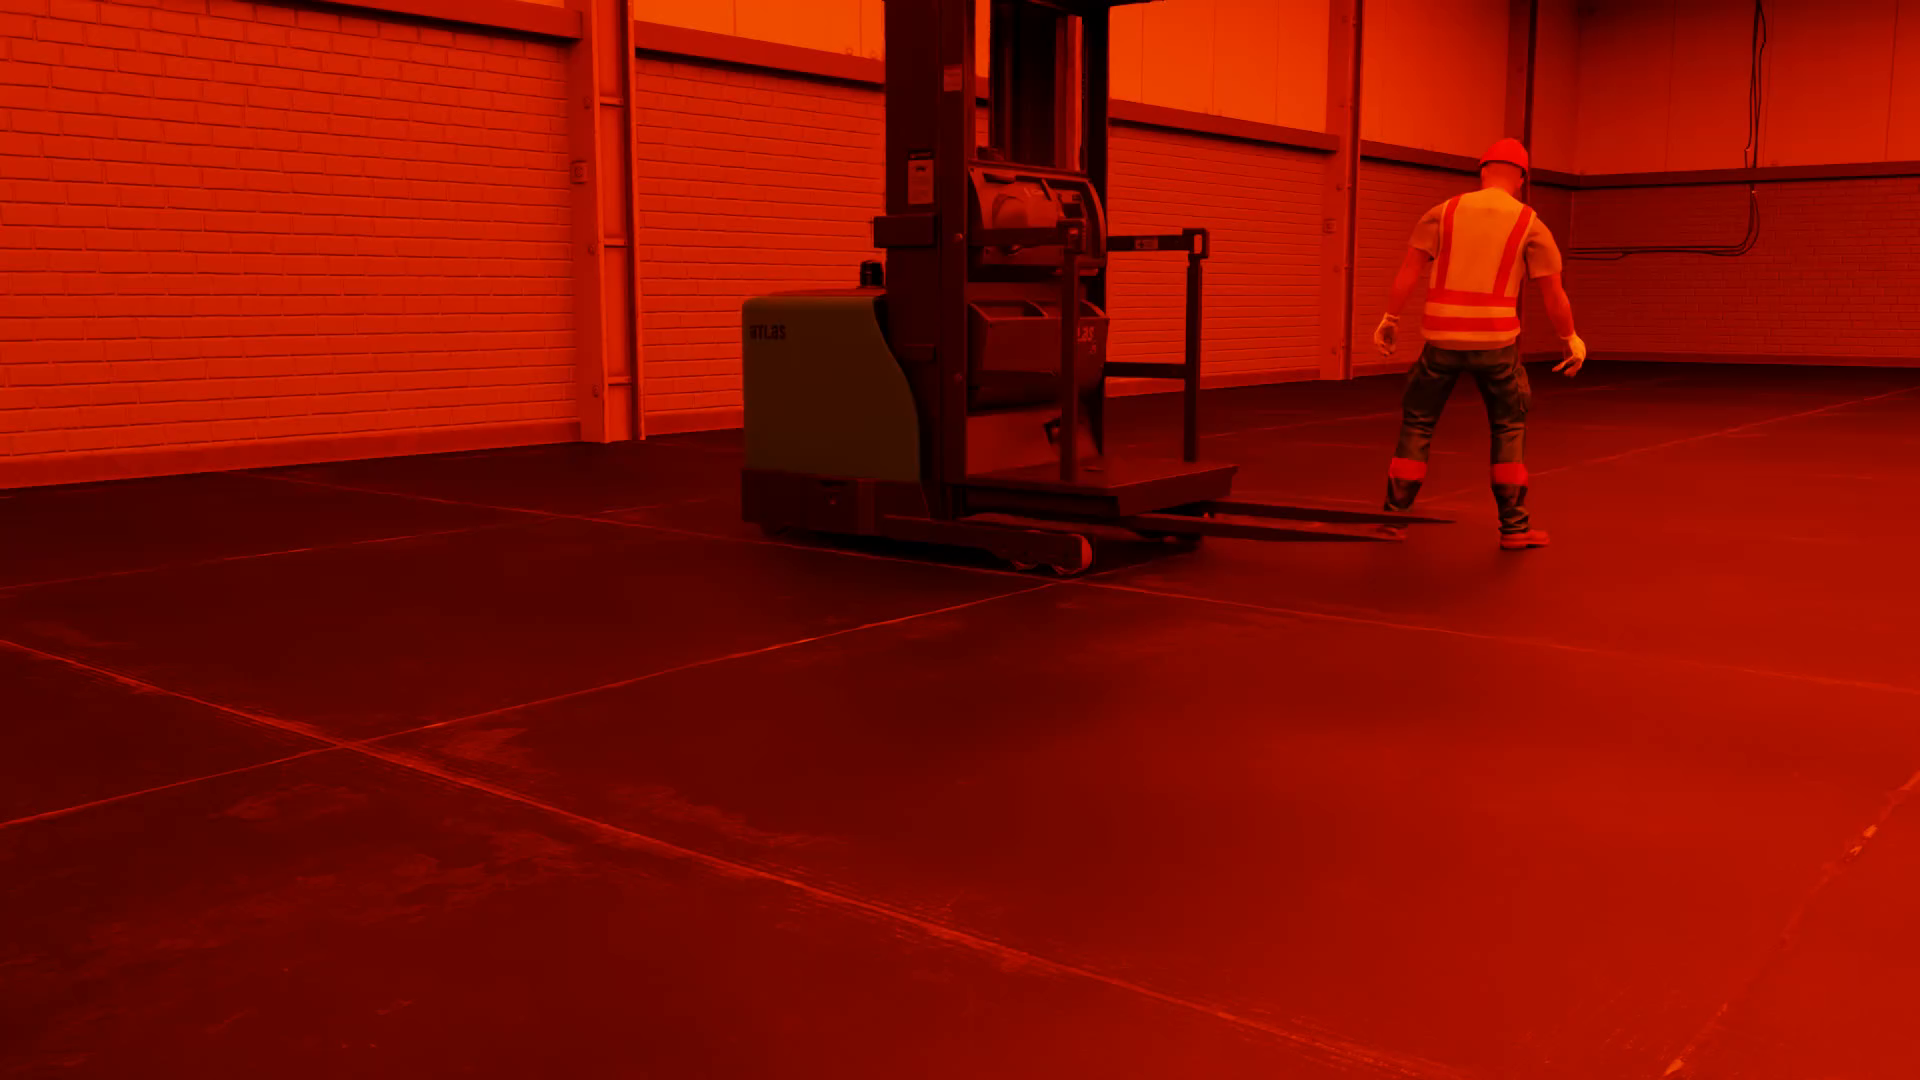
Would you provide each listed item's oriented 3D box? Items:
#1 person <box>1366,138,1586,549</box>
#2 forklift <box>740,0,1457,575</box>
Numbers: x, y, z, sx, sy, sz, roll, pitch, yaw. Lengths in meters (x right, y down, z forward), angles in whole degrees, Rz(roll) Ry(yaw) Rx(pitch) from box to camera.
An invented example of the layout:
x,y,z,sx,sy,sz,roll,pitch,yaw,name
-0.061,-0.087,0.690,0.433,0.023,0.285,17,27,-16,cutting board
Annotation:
x,y,z,sx,sy,sz,roll,pitch,yaw,name
2.239,-0.853,7.216,0.892,1.743,0.412,3,9,22,person
0.499,-1.399,6.842,3.031,2.935,1.130,6,10,36,forklift
